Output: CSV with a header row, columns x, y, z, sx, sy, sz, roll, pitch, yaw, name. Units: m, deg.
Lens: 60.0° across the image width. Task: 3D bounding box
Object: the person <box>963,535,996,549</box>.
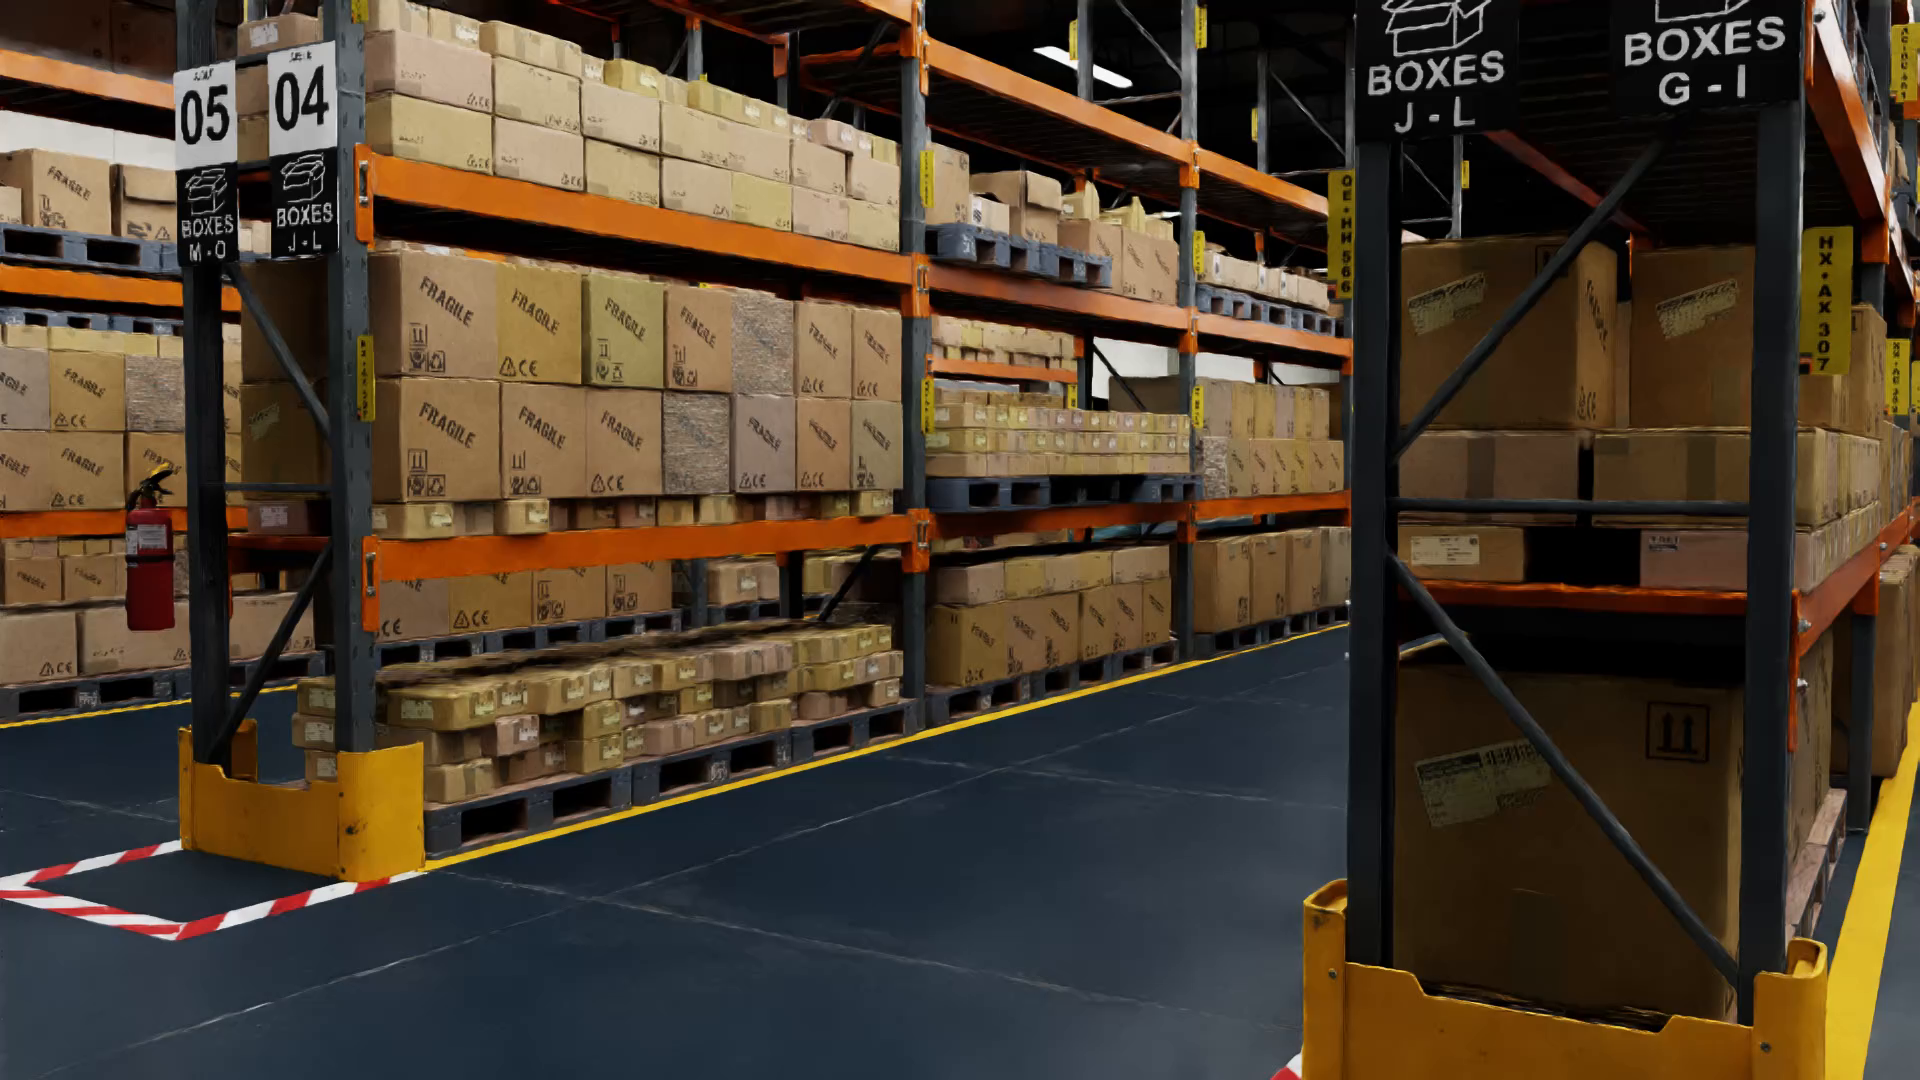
x,y,z,sx,sy,sz,roll,pitch,yaw,name
0.171,-0.030,16.530,0.717,1.685,0.592,0,3,8,person
